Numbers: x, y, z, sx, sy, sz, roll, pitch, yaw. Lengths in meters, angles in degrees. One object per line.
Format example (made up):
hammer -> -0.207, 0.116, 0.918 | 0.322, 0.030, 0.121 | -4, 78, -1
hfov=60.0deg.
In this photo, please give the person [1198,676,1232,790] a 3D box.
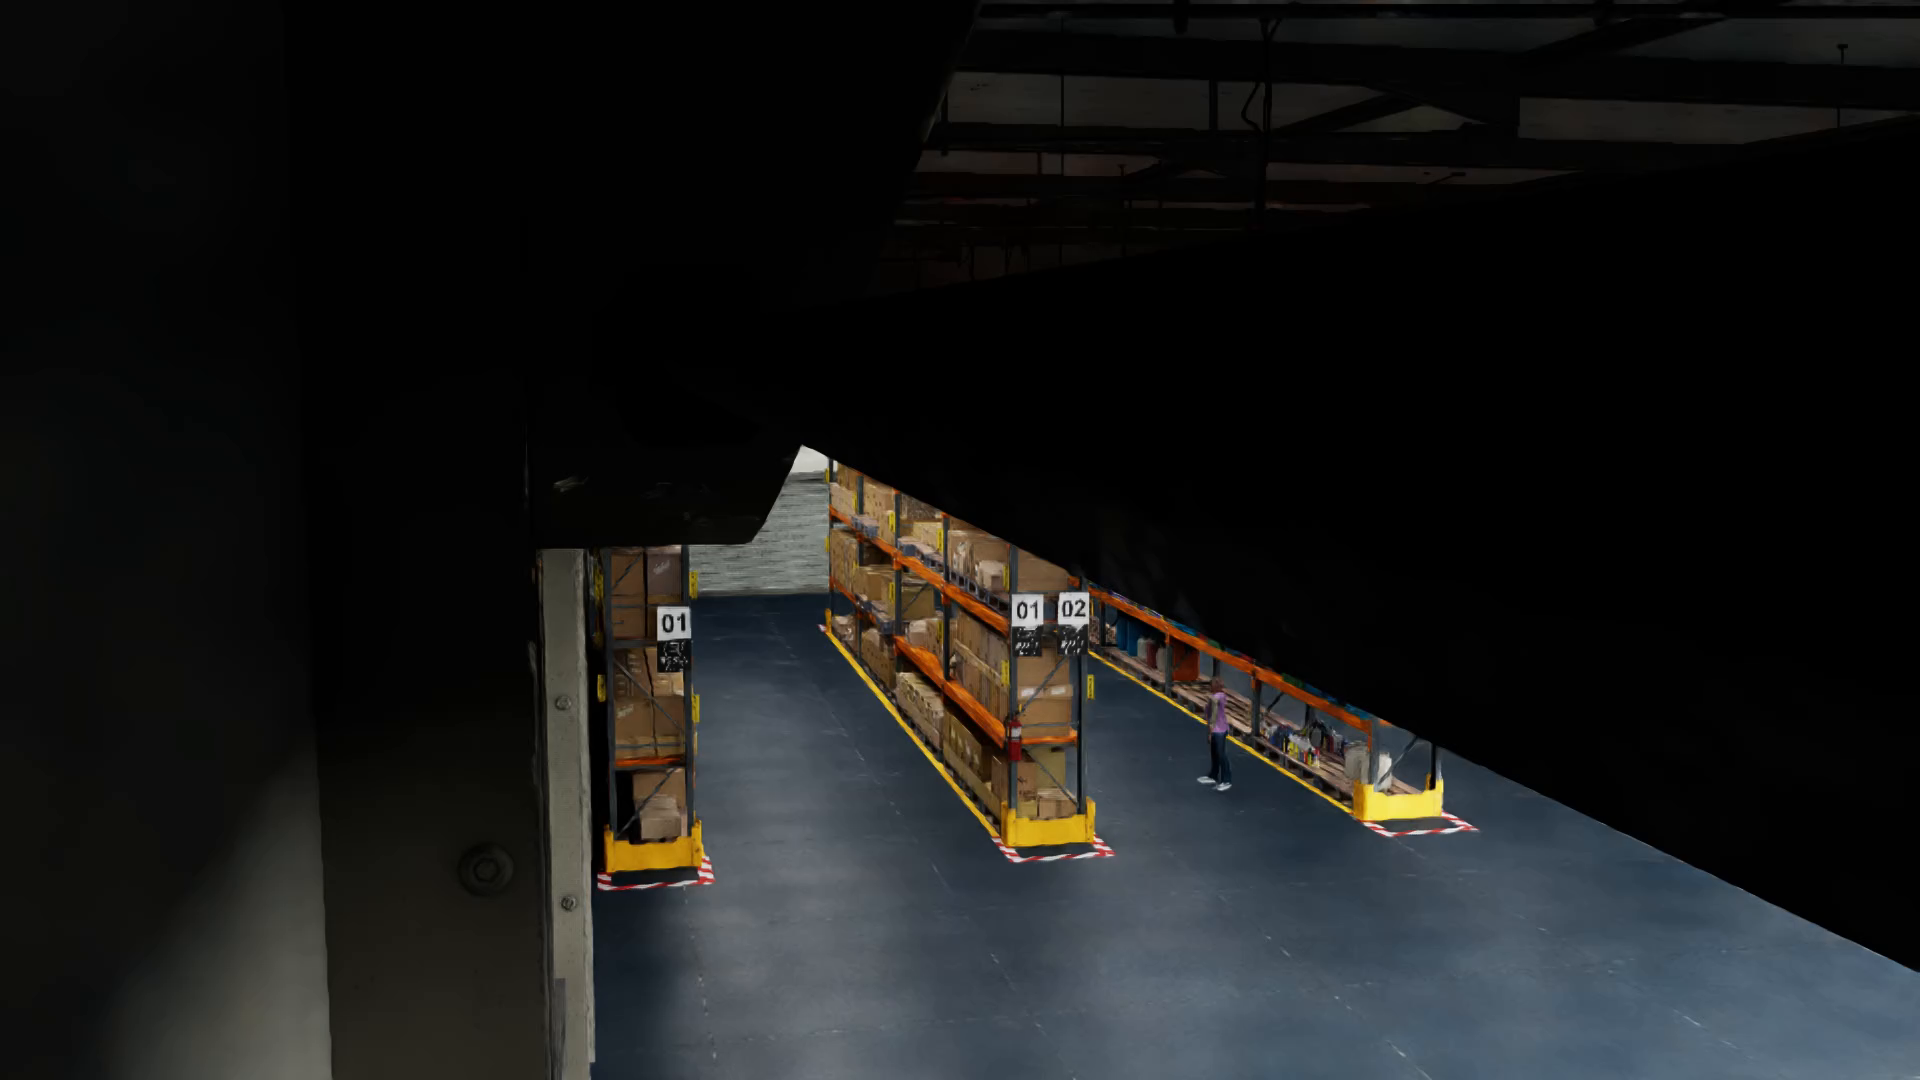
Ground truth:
person -> 3.640, 2.721, 23.682 | 0.527, 1.592, 0.523 | 2, 7, 20
